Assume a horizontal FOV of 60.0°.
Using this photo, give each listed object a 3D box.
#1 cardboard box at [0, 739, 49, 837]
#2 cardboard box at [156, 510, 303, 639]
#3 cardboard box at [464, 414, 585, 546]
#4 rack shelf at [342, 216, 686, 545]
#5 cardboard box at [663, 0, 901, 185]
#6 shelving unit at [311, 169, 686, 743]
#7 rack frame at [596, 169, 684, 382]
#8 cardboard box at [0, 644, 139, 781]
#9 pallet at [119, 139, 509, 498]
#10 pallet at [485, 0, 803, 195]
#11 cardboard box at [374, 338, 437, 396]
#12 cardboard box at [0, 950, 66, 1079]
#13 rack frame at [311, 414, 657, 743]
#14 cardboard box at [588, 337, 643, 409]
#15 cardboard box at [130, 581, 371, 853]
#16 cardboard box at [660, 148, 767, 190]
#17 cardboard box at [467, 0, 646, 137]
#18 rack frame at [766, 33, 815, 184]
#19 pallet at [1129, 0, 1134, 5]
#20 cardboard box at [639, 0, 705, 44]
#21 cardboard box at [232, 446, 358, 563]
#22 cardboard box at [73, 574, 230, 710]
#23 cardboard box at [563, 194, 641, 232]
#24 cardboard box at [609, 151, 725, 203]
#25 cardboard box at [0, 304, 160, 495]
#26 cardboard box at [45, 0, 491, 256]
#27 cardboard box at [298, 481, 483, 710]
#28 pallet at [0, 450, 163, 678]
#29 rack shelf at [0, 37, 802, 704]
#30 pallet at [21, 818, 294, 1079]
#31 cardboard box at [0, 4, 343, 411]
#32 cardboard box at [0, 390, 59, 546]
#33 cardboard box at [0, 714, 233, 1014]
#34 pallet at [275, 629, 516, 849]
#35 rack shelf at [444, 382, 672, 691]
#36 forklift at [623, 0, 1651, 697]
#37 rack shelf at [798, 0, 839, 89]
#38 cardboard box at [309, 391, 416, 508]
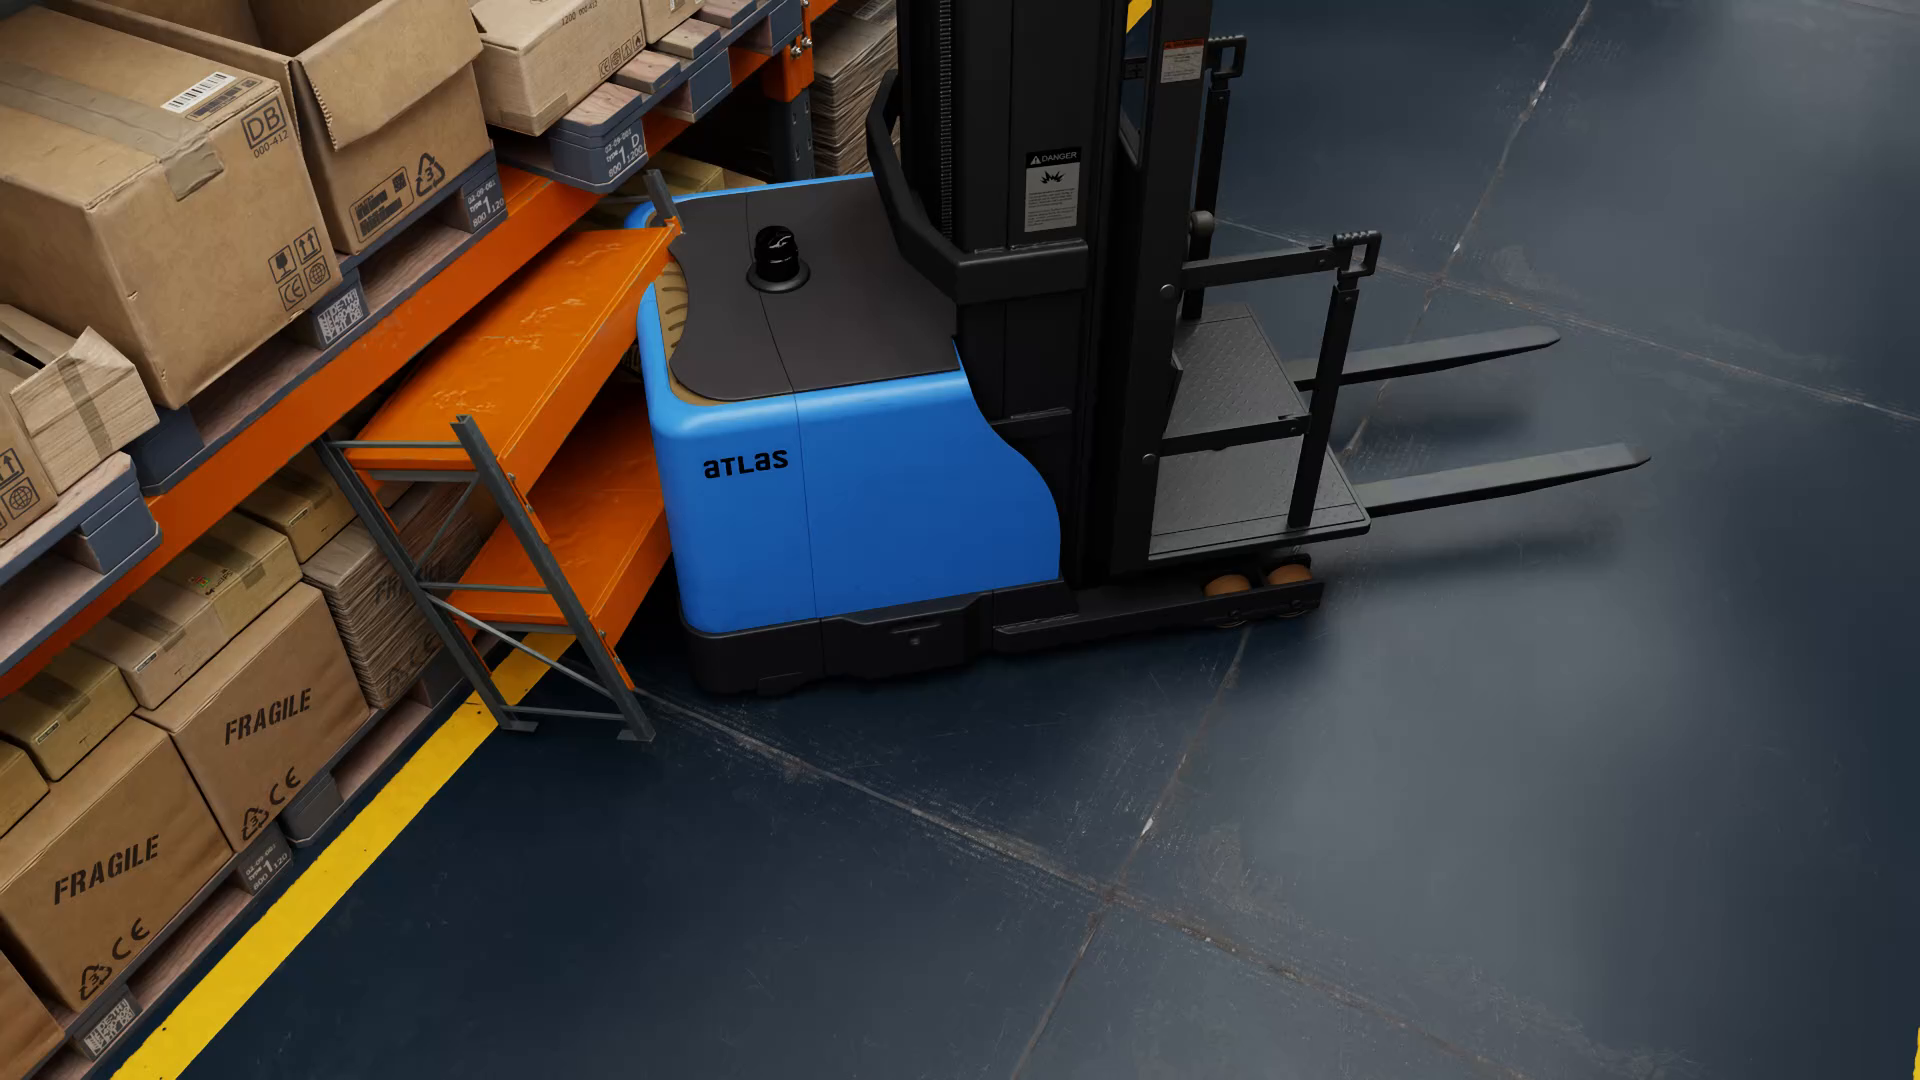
[{"bbox_3d":[-2.245,0.529,3.624,0.380,0.149,0.250,18,48,17],"label":"cardboard box"},{"bbox_3d":[-1.864,0.051,4.096,0.380,0.149,0.250,22,49,20],"label":"cardboard box"},{"bbox_3d":[-1.448,-0.279,4.879,0.500,0.500,0.500,22,49,21],"label":"cardboard box"},{"bbox_3d":[-1.120,-0.440,4.368,0.538,0.278,1.000,2,45,23],"label":"rack shelf"},{"bbox_3d":[-0.658,-1.691,6.187,0.875,0.625,0.625,22,49,20],"label":"cardboard box"},{"bbox_3d":[-1.045,-0.229,4.557,0.538,1.125,1.048,2,45,23],"label":"shelving unit"},{"bbox_3d":[-0.892,-0.582,4.889,0.500,1.125,0.032,2,45,23],"label":"rack frame"},{"bbox_3d":[-2.130,0.352,3.799,0.380,0.149,0.250,20,49,18],"label":"cardboard box"},{"bbox_3d":[-1.858,-0.696,3.964,1.003,0.211,1.213,20,49,19],"label":"pallet"},{"bbox_3d":[-1.212,-1.473,4.731,1.213,0.211,1.003,20,49,19],"label":"pallet"},{"bbox_3d":[-1.503,-0.450,4.592,0.380,0.149,0.250,20,49,18],"label":"cardboard box"},{"bbox_3d":[-2.393,1.030,3.585,0.500,0.500,0.500,22,49,21],"label":"cardboard box"},{"bbox_3d":[-1.199,0.124,4.224,0.500,1.125,0.032,2,45,23],"label":"rack frame"},{"bbox_3d":[-1.207,-0.610,5.206,0.500,0.500,0.500,20,49,18],"label":"cardboard box"},{"bbox_3d":[-1.919,0.379,4.229,0.500,0.500,0.500,19,48,18],"label":"cardboard box"},{"bbox_3d":[-0.966,-0.922,5.514,0.500,0.500,0.500,22,49,20],"label":"cardboard box"},{"bbox_3d":[-1.163,-1.314,4.249,0.500,0.250,0.500,18,48,17],"label":"cardboard box"},{"bbox_3d":[-0.960,-1.990,5.108,1.000,3.000,0.127,20,49,19],"label":"rack frame"},{"bbox_3d":[0.590,-3.053,8.119,1.003,0.211,1.213,20,49,19],"label":"pallet"},{"bbox_3d":[-0.925,-1.509,4.514,0.380,0.149,0.250,21,49,20],"label":"cardboard box"},{"bbox_3d":[-1.764,-0.128,4.274,0.380,0.149,0.250,21,49,19],"label":"cardboard box"},{"bbox_3d":[-1.981,0.207,3.943,0.380,0.149,0.250,20,49,19],"label":"cardboard box"},{"bbox_3d":[-1.064,-0.910,5.047,0.380,0.149,0.250,18,48,17],"label":"cardboard box"},{"bbox_3d":[-0.965,-1.092,5.227,0.380,0.149,0.250,18,48,17],"label":"cardboard box"},{"bbox_3d":[-1.832,-0.319,3.256,0.396,0.266,0.258,23,50,21],"label":"cardboard box"},{"bbox_3d":[-1.554,-1.085,3.845,0.797,0.503,0.637,19,48,18],"label":"cardboard box"},{"bbox_3d":[-1.672,0.054,4.550,0.500,0.500,0.500,19,48,18],"label":"cardboard box"},{"bbox_3d":[-2.349,0.130,3.148,1.003,0.211,1.213,20,49,19],"label":"pallet"},{"bbox_3d":[-1.888,-0.477,4.119,1.077,0.370,4.000,20,49,19],"label":"rack shelf"},{"bbox_3d":[-2.472,0.985,4.128,1.003,0.211,1.213,20,49,19],"label":"pallet"},{"bbox_3d":[-1.789,-0.705,3.472,0.700,0.500,0.500,20,49,19],"label":"cardboard box"},{"bbox_3d":[-2.153,-0.210,2.983,0.700,0.500,0.500,21,49,19],"label":"cardboard box"},{"bbox_3d":[-2.154,0.692,3.920,0.500,0.500,0.500,20,49,19],"label":"cardboard box"},{"bbox_3d":[-1.907,0.214,4.891,1.003,0.211,1.213,20,49,19],"label":"pallet"},{"bbox_3d":[-0.983,-0.053,4.714,0.538,0.278,1.000,2,45,23],"label":"rack shelf"},{"bbox_3d":[0.610,-1.127,4.303,3.031,2.935,1.130,-9,46,-9],"label":"forklift"},{"bbox_3d":[-0.031,-2.997,6.609,1.077,0.370,4.000,20,49,19],"label":"rack shelf"},{"bbox_3d":[-1.605,-0.266,4.410,0.380,0.149,0.250,18,48,17],"label":"cardboard box"}]
